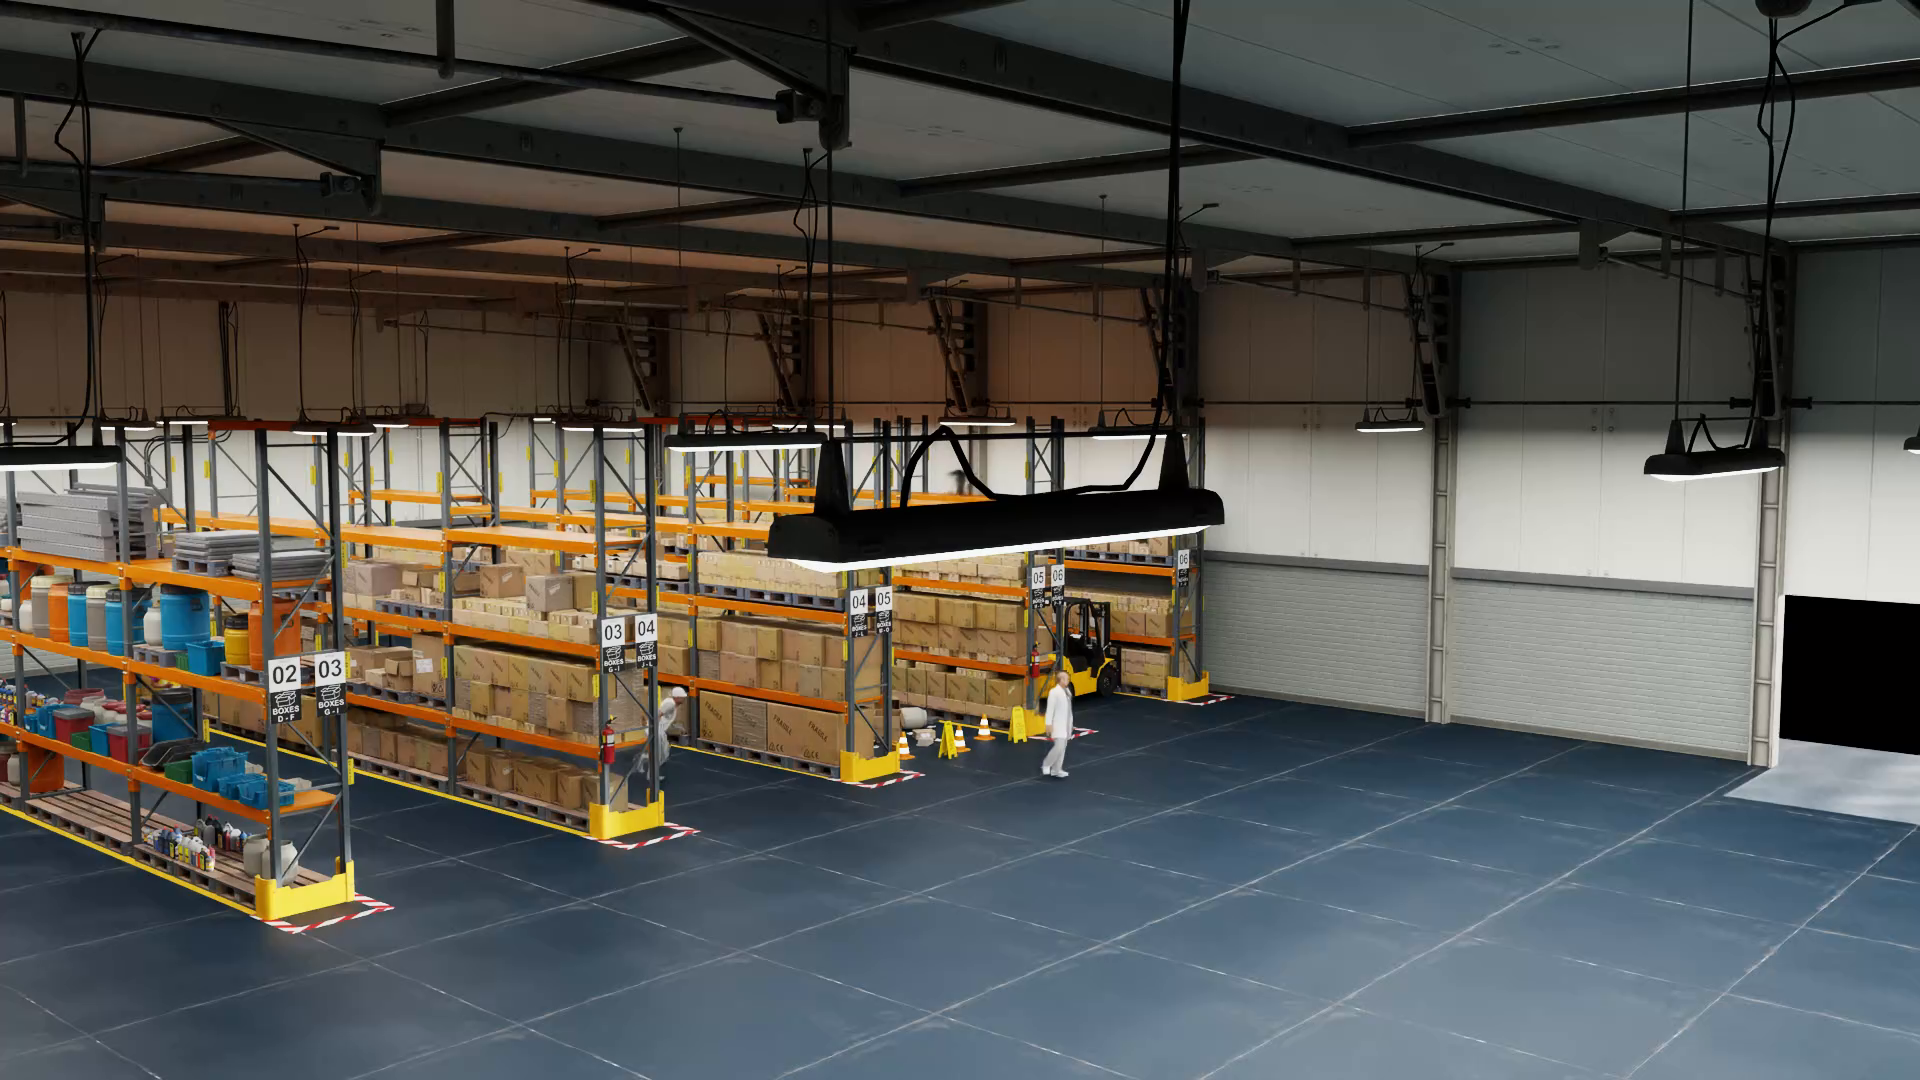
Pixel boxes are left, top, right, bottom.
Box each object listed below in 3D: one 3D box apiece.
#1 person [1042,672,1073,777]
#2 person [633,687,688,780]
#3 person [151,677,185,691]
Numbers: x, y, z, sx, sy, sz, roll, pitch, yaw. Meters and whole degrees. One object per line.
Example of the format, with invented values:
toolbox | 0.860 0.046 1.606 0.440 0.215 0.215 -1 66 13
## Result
person | 1.652 3.107 28.027 0.525 1.771 0.660 3 6 34
person | -4.997 3.245 27.738 0.925 1.580 0.710 0 5 -3
person | -14.609 2.902 30.738 0.652 1.811 0.833 -4 6 -41
